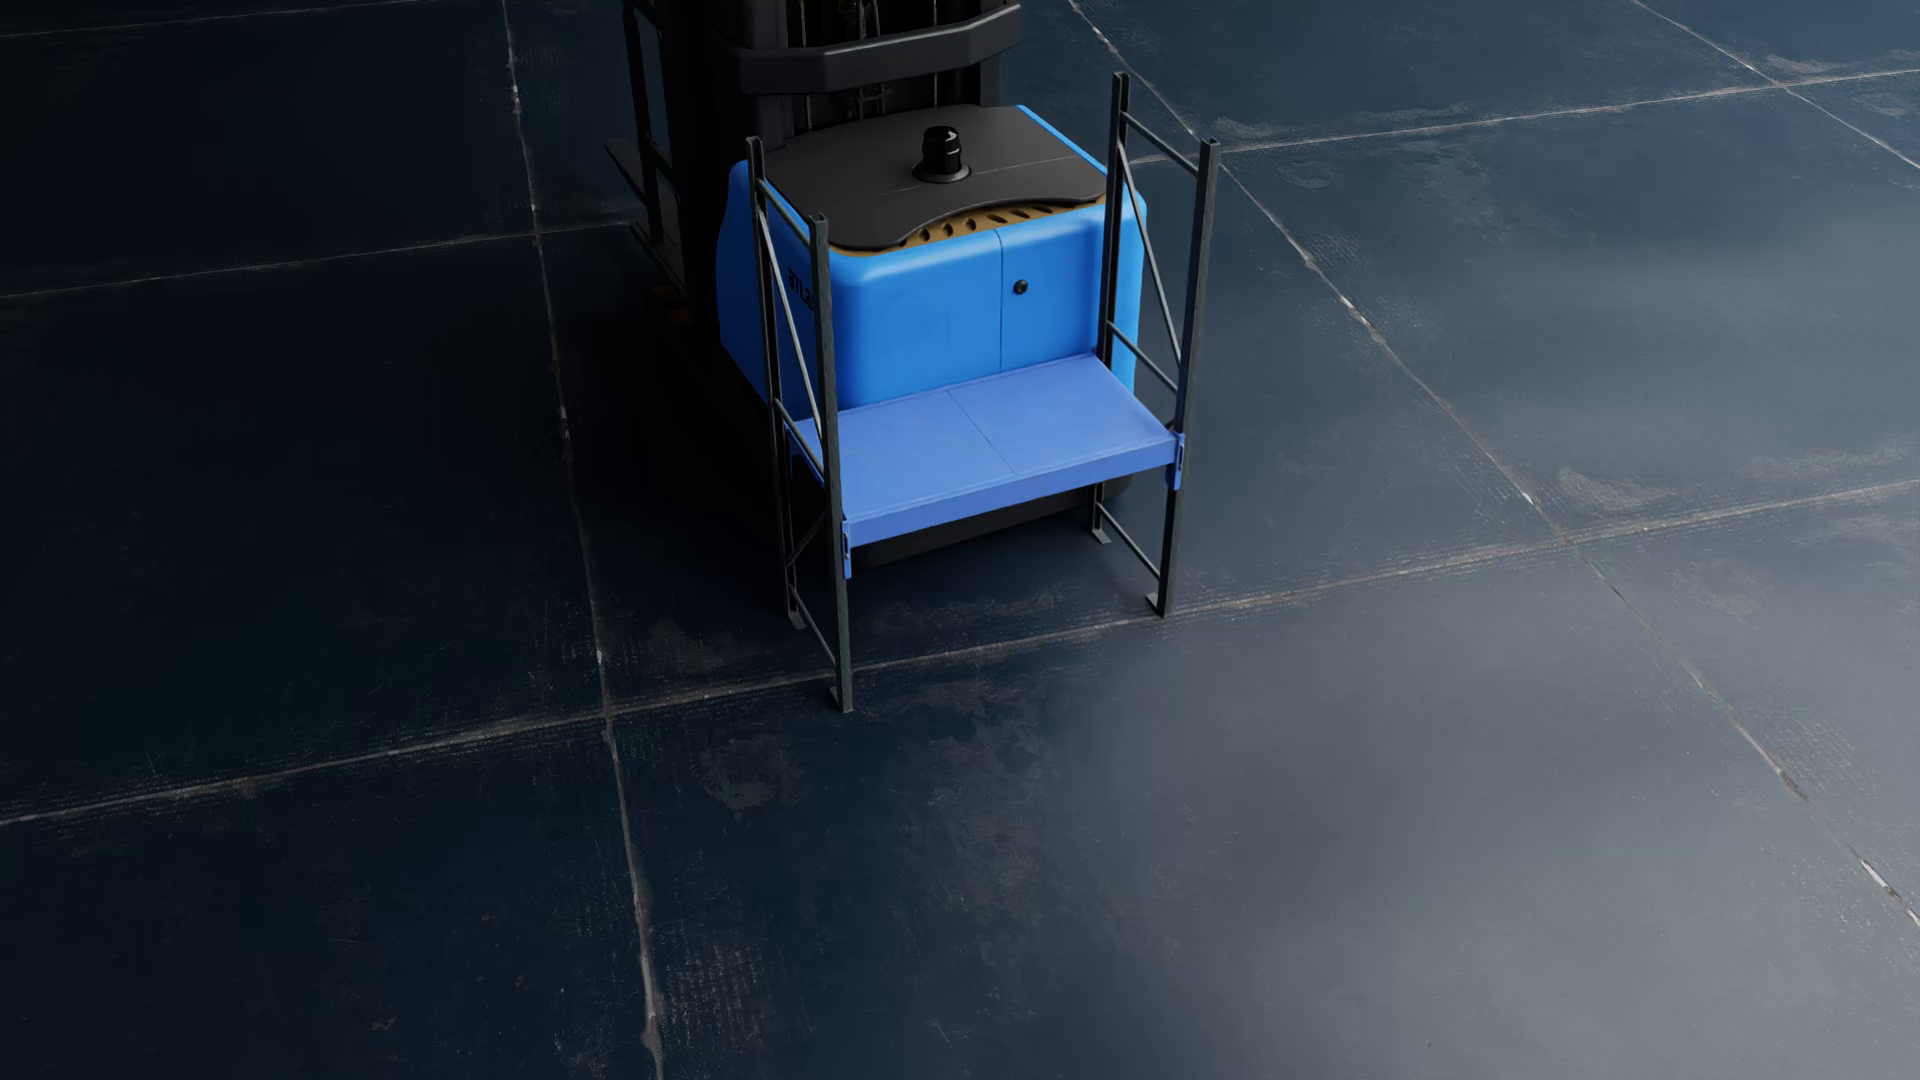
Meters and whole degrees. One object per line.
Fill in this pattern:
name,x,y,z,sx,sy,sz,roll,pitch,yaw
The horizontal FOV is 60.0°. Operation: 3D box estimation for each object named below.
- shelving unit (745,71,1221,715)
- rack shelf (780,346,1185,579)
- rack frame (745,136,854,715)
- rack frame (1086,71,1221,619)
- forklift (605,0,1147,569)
shelving unit,0.054,-0.378,4.510,1.048,1.500,0.538,-15,40,-19
rack shelf,0.054,-0.236,4.619,1.000,0.185,0.538,-15,40,-19
rack frame,-0.411,-0.253,4.346,0.032,1.500,0.500,-15,40,-19
rack frame,0.518,-0.504,4.673,0.032,1.500,0.500,-15,40,-19
forklift,-0.547,-1.963,5.404,1.130,2.935,3.031,-17,40,-21
